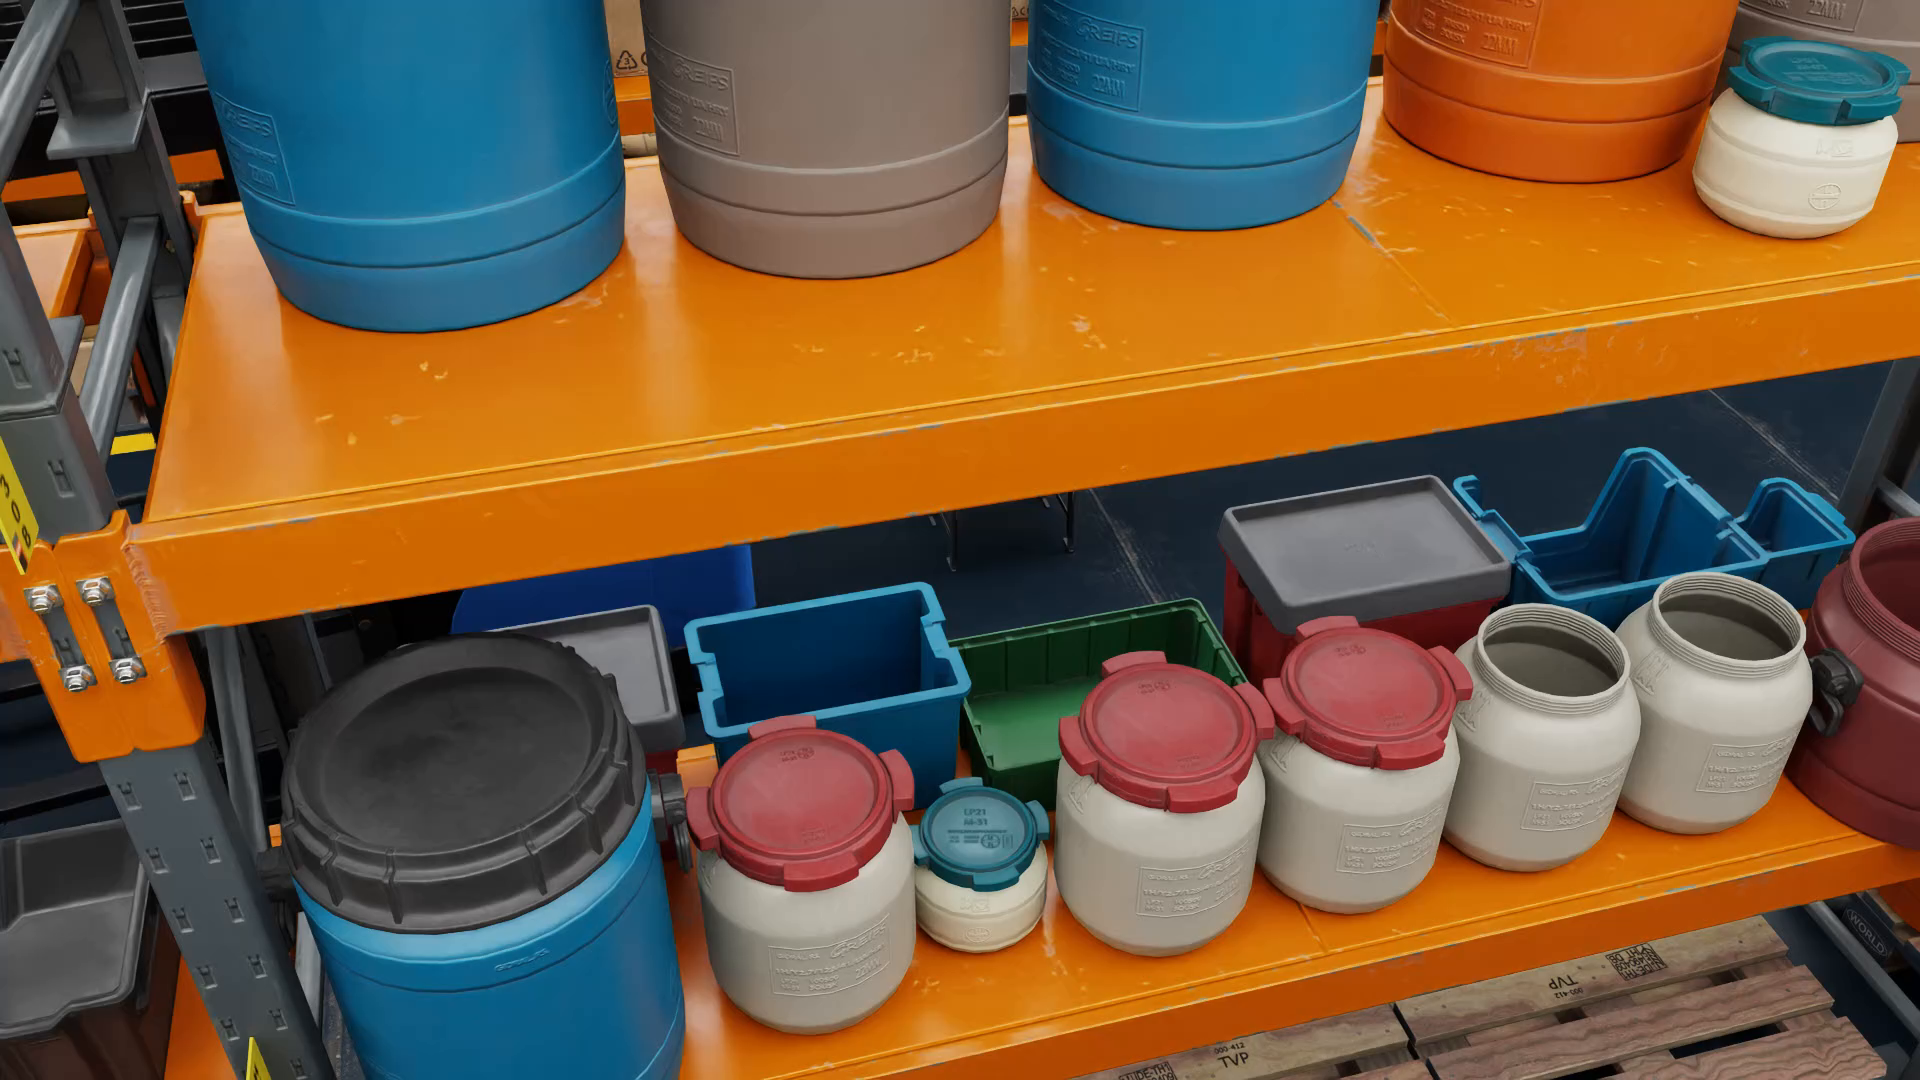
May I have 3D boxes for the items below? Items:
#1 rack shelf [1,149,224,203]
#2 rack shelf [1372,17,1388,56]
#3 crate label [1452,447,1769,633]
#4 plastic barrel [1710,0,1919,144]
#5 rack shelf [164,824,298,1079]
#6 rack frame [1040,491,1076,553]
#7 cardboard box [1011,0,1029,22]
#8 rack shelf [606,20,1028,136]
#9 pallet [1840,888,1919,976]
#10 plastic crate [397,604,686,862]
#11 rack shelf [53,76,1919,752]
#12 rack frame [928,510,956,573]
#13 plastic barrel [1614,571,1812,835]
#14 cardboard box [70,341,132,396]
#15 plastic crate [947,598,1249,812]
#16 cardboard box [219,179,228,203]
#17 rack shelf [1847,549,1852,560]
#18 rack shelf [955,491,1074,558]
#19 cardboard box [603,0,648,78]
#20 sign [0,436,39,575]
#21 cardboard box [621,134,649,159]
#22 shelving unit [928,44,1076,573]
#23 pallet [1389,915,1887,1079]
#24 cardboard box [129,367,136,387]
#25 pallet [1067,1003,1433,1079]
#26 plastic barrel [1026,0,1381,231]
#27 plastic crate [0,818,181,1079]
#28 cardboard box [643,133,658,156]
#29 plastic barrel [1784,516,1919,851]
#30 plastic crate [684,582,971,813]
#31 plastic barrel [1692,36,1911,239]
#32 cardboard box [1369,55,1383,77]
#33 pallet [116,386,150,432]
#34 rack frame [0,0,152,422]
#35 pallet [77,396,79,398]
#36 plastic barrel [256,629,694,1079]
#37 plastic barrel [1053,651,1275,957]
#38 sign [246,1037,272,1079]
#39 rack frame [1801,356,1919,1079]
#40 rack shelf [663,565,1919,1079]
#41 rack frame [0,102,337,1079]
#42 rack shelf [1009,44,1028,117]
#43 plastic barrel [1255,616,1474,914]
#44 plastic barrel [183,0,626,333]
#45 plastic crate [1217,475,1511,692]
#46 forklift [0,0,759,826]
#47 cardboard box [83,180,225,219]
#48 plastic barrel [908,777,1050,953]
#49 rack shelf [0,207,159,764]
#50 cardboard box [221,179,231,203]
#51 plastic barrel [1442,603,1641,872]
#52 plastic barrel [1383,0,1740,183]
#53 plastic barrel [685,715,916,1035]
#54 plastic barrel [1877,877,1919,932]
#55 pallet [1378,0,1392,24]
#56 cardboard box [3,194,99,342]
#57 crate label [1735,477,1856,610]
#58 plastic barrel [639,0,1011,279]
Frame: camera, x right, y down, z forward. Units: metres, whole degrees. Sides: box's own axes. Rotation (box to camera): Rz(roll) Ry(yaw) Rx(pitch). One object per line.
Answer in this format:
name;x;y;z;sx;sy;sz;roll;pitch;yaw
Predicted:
rack shelf;-4.499;-1.547;6.896;4.000;0.370;1.077;-9;38;-12
rack shelf;3.224;-2.815;8.553;4.000;0.370;1.077;-9;38;-12
crate label;1.551;0.107;4.112;0.616;0.435;0.502;-9;38;-12
plastic barrel;1.732;-1.265;3.054;0.600;0.901;0.600;0;37;0
rack shelf;-3.211;1.359;3.097;4.000;0.370;1.077;-9;38;-12
rack frame;0.395;-0.899;6.197;0.015;2.100;0.400;-9;38;-12
cardboard box;0.379;-2.720;7.910;0.500;0.311;0.500;-10;38;-12
rack shelf;-0.638;-2.181;7.724;4.000;0.370;1.077;-9;38;-12
pallet;3.331;1.081;5.164;1.213;0.211;1.003;-9;38;-12
plastic crate;-0.893;0.474;3.608;0.583;0.464;0.402;-9;38;-12
rack shelf;0.650;-0.466;3.014;4.000;0.370;1.077;-9;38;-12
rack frame;-0.076;-0.822;6.096;0.015;2.100;0.400;-9;38;-12
plastic barrel;1.644;0.366;3.710;0.421;0.512;0.421;0;37;0
cardboard box;-3.923;-0.862;7.325;0.500;0.250;0.500;-9;38;-12
plastic crate;0.327;0.399;3.934;0.662;0.188;0.450;-9;38;-12
cardboard box;-3.578;-1.549;7.606;0.500;0.500;0.500;-9;38;-12
rack shelf;4.512;0.091;4.754;4.000;0.370;1.077;-9;38;-12
rack shelf;0.160;-0.293;6.580;0.480;0.518;0.431;-9;38;-12
cardboard box;-1.314;-2.385;7.317;0.500;0.500;0.500;-7;38;-9
sign;-1.148;-0.114;1.955;0.005;0.325;0.100;-9;38;-12
cardboard box;-1.752;-1.766;8.045;0.500;0.311;0.500;-8;38;-11
shelving unit;0.160;-0.860;6.146;0.503;2.100;0.431;-9;38;-12
pallet;1.823;1.330;4.838;1.213;0.211;1.003;-9;38;-12
cardboard box;-3.444;-0.950;7.440;0.500;0.250;0.500;-9;38;-12
pallet;0.647;1.521;4.588;1.213;0.211;1.003;-9;38;-12
plastic barrel;0.417;-1.050;2.772;0.708;0.901;0.600;-9;38;-12
plastic crate;-1.819;0.789;3.301;0.504;0.338;0.767;-9;38;-12
cardboard box;-1.269;-1.843;8.147;0.500;0.311;0.500;-9;38;-12
plastic barrel;2.212;0.320;3.751;0.708;0.536;0.600;-9;38;-12
plastic crate;-0.297;0.405;3.765;0.575;0.384;0.392;-9;38;-12
plastic barrel;1.414;-0.676;2.809;0.301;0.262;0.301;0;37;0
cardboard box;2.188;-2.561;8.707;0.500;0.250;0.500;-8;38;-10
pallet;-3.347;-0.941;7.806;1.213;0.211;1.003;-9;38;-12
rack frame;-1.281;-1.627;1.470;0.127;3.000;1.000;-9;38;-12
pallet;-4.527;-0.746;7.551;1.213;0.211;1.003;-9;38;-12
plastic barrel;-0.829;0.673;2.988;0.708;0.901;0.600;-9;38;-12
plastic barrel;0.408;0.563;3.433;0.433;0.535;0.433;0;37;0
sign;-1.148;0.971;2.785;0.005;0.325;0.100;-9;38;-12
rack frame;2.581;0.122;4.121;0.127;3.000;1.000;-9;38;-12
rack shelf;0.650;0.725;3.926;4.000;0.370;1.077;-9;38;-12
rack frame;-1.281;0.756;3.293;0.127;3.000;1.000;-9;38;-12
rack shelf;0.160;-1.405;5.729;0.480;0.518;0.431;-9;38;-12
plastic barrel;0.826;0.494;3.523;0.433;0.535;0.433;0;37;0
plastic barrel;-0.846;-0.842;2.501;0.708;0.901;0.600;-9;38;-12
plastic crate;0.941;0.174;4.002;0.583;0.464;0.402;-9;38;-12
forklift;-2.273;-0.552;5.059;3.031;2.935;1.130;-14;40;-18
cardboard box;-3.445;-1.249;7.214;0.500;0.500;0.500;-9;38;-12
plastic barrel;0.037;0.691;3.491;0.301;0.262;0.301;0;37;0
rack shelf;-3.211;0.167;2.186;4.000;0.370;1.077;-9;38;-12
cardboard box;-3.098;-1.633;7.716;0.500;0.500;0.500;-9;38;-12
plastic barrel;1.237;0.433;3.623;0.421;0.512;0.421;0;37;0
plastic barrel;1.100;-1.133;2.940;0.708;0.830;0.600;-9;38;-12
plastic barrel;-0.300;0.679;3.281;0.433;0.535;0.433;0;37;0
plastic barrel;3.049;0.730;4.767;0.708;0.830;0.600;-9;38;-12
pallet;1.929;-2.856;8.173;1.003;0.211;1.213;-9;38;-12
cardboard box;-3.927;-1.167;7.107;0.500;0.500;0.500;-9;38;-12
crate label;2.077;0.036;4.372;0.416;0.233;0.303;-9;38;-12
plastic barrel;-0.215;-0.946;2.636;0.600;0.901;0.600;0;37;0
